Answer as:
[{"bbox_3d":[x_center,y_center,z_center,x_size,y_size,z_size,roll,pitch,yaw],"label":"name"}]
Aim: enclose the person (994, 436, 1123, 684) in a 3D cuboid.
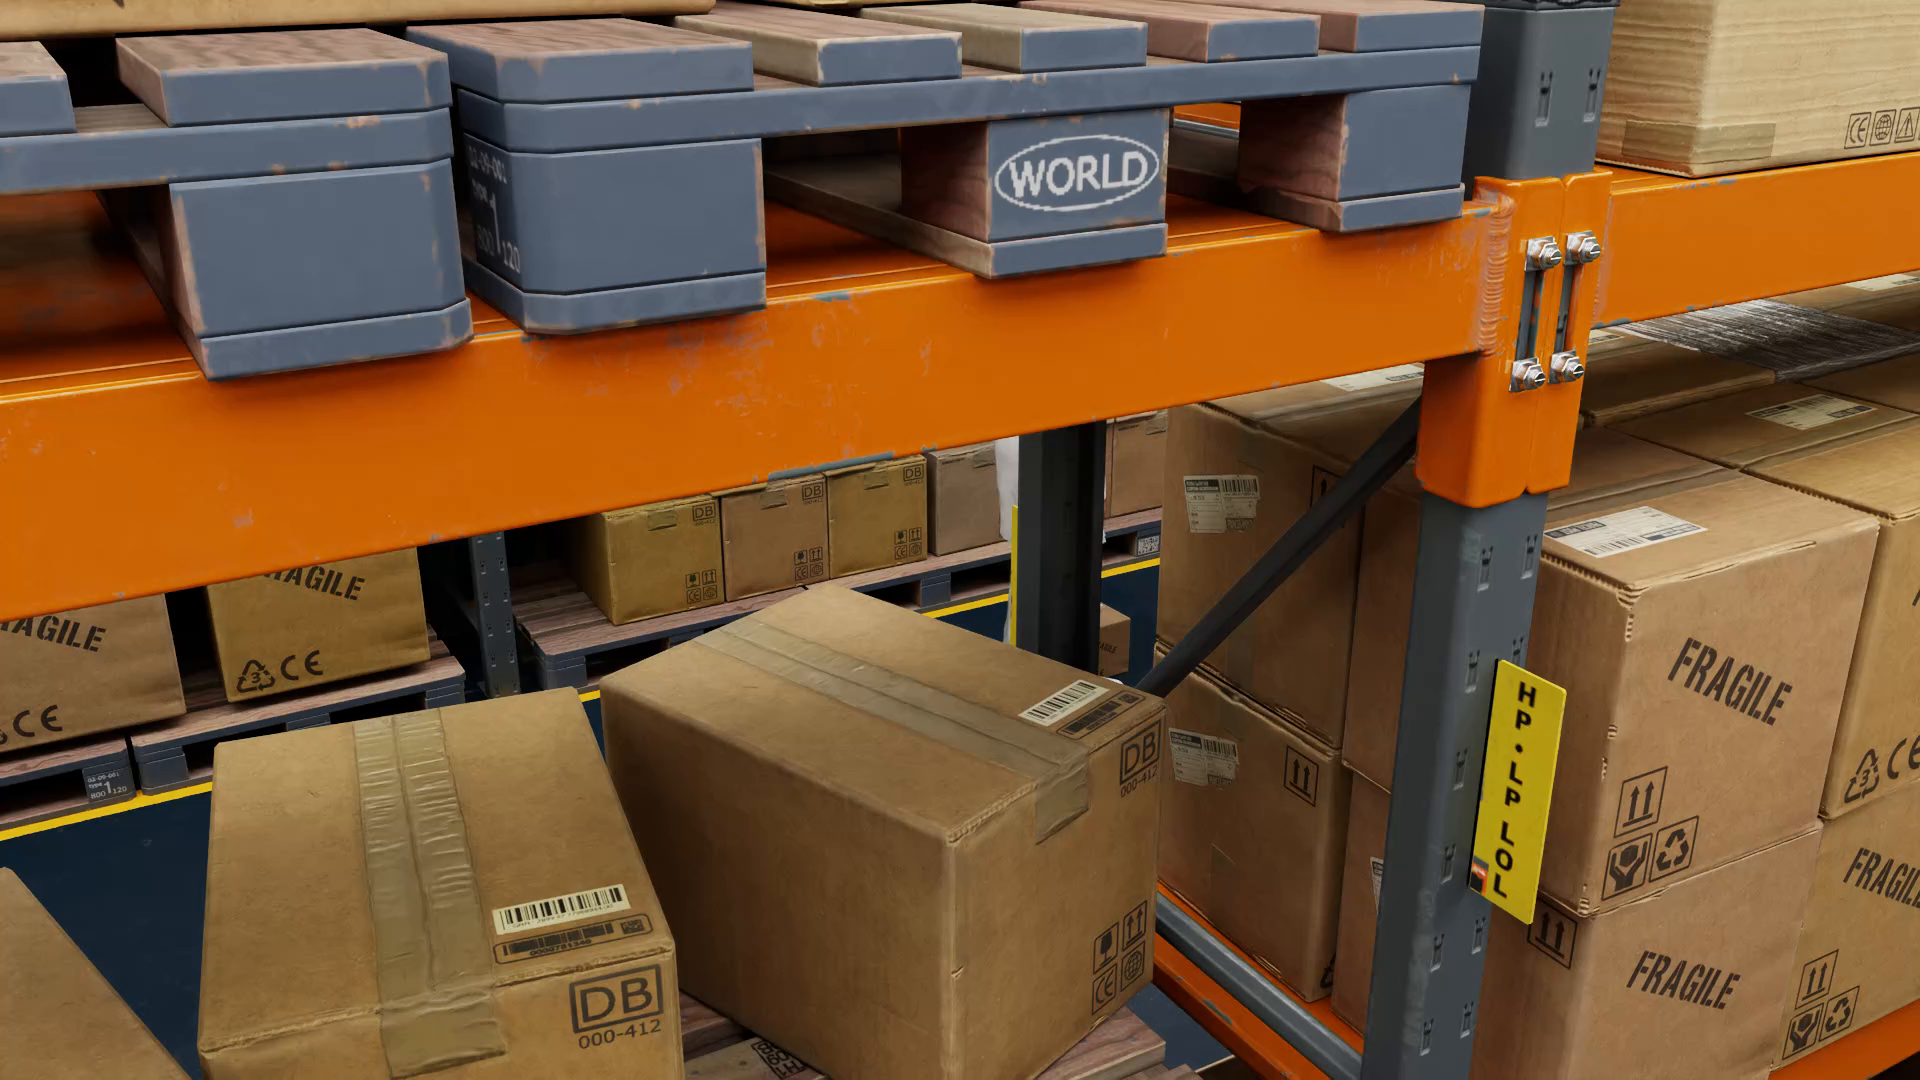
[{"bbox_3d":[0.363,-0.217,6.660,0.429,1.773,0.640,-13,25,-30],"label":"person"}]
